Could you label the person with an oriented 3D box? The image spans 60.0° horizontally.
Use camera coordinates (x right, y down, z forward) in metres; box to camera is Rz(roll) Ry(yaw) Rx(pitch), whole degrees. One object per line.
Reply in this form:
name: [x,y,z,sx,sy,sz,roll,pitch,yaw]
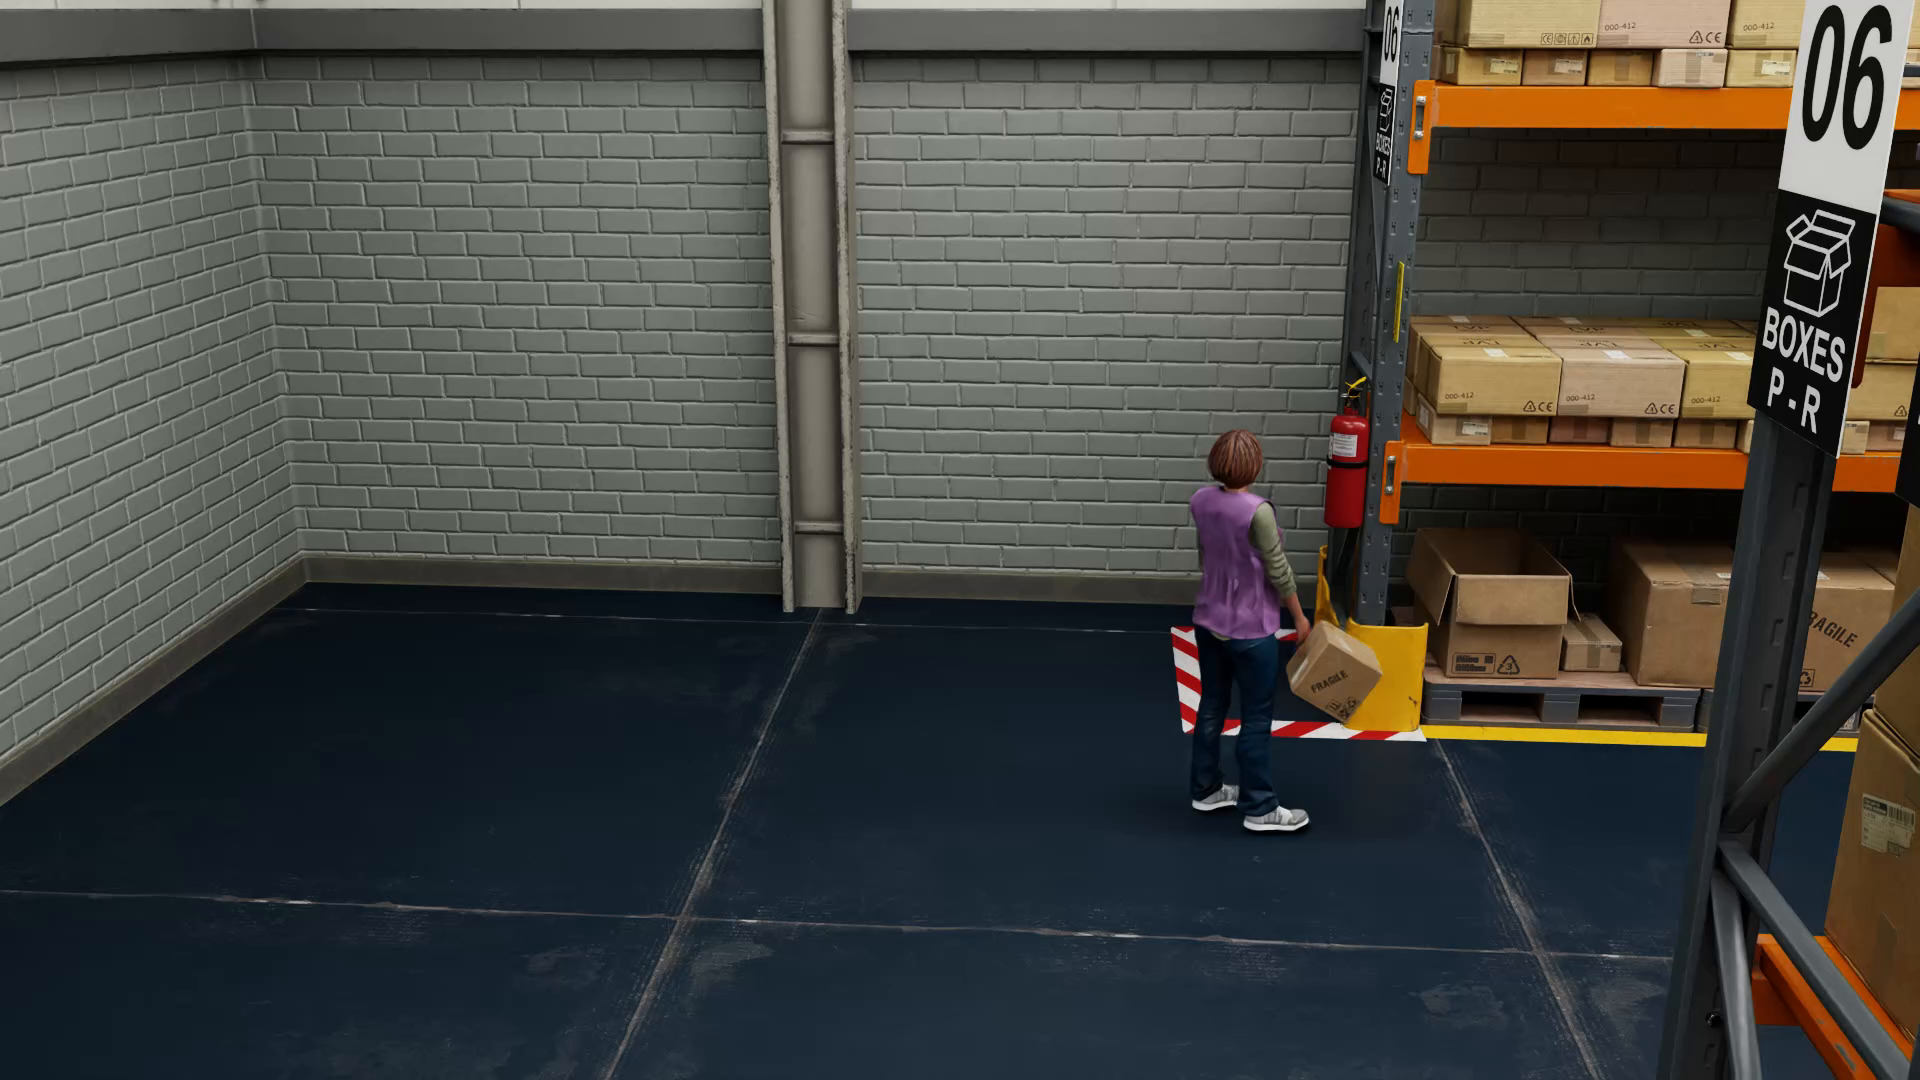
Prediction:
person: [1.120,0.342,6.456,0.395,1.604,0.498,-13,22,-35]
